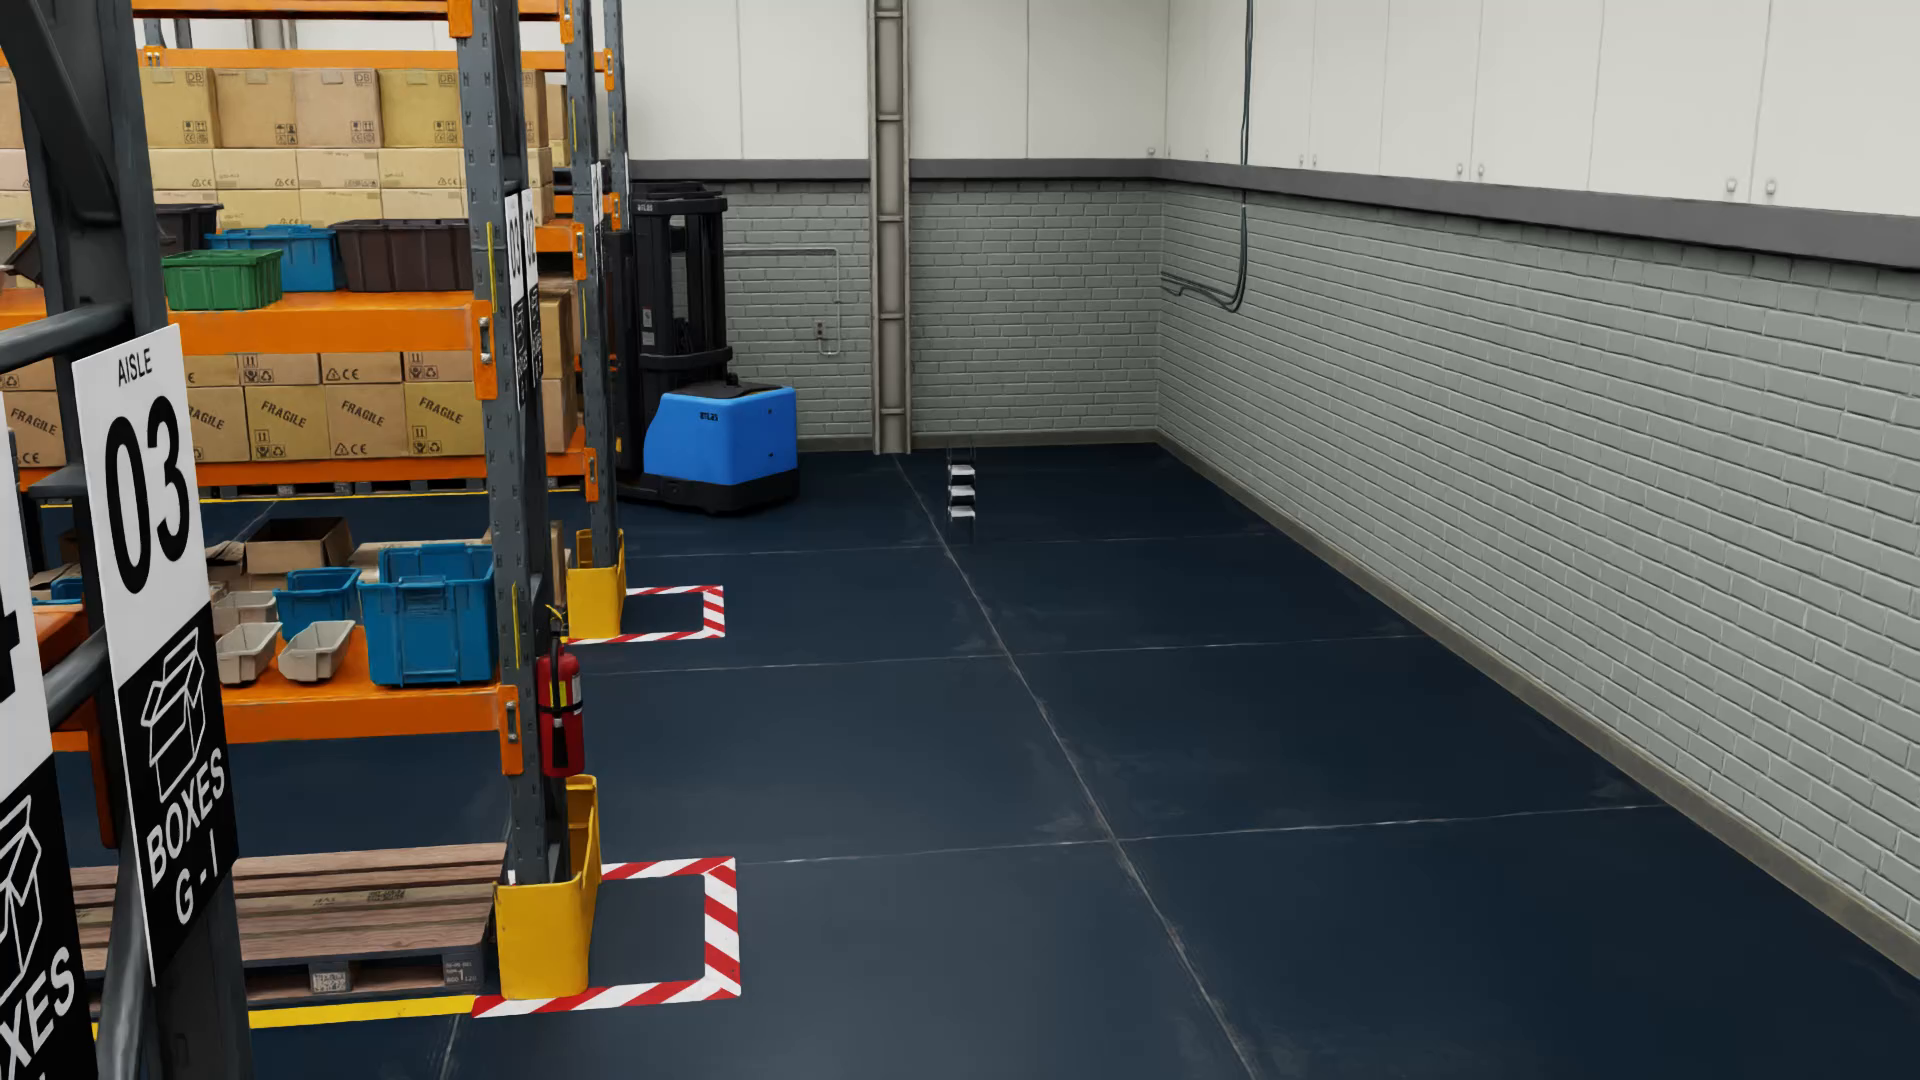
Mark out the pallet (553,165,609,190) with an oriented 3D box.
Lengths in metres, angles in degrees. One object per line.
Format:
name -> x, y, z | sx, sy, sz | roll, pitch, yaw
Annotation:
pallet -> -4.015, -3.489, 15.983 | 1.213, 0.211, 1.003 | -2, 14, -8

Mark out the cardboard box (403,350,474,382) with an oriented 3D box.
cardboard box -> -3.440, -1.348, 11.168 | 0.500, 0.500, 0.500 | -2, 14, -7

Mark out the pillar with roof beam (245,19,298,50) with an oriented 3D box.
pillar with roof beam -> -6.033, -4.069, 11.949 | 0.400, 9.000, 9.100 | -2, 14, -8

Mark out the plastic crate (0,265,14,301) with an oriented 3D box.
plastic crate -> -3.813, -0.916, 6.083 | 0.530, 0.136, 0.437 | -2, 14, -8

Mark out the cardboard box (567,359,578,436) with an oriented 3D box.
cardboard box -> -3.019, -1.011, 11.881 | 0.500, 0.500, 0.500 | -2, 14, -7

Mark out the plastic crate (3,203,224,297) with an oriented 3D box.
plastic crate -> -3.358, -1.159, 6.638 | 0.767, 0.338, 0.504 | -2, 14, -8

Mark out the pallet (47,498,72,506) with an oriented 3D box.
pallet -> -7.990, -0.563, 16.032 | 1.213, 0.211, 1.003 | -2, 14, -8

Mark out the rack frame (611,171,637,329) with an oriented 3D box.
rack frame -> -3.283, -2.106, 16.455 | 0.127, 3.000, 1.000 | -2, 14, -8

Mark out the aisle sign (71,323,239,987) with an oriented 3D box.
aisle sign -> -1.042, 0.132, 2.184 | 0.004, 0.787, 0.394 | -2, 14, -8

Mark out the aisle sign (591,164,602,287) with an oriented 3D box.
aisle sign -> -2.428, -2.105, 11.104 | 0.004, 0.787, 0.394 | -2, 14, -8

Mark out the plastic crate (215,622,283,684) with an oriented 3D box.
plastic crate -> -2.875, 0.456, 6.658 | 0.243, 0.136, 0.396 | -2, 14, -8

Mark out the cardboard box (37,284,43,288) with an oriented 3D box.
cardboard box -> -8.169, -2.433, 15.357 | 0.500, 0.250, 0.500 | -2, 14, -7

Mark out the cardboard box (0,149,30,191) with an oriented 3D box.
cardboard box -> -5.978, -2.353, 10.551 | 0.500, 0.250, 0.500 | -2, 14, -8

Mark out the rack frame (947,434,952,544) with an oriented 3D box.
rack frame -> -0.093, -0.433, 14.099 | 0.006, 0.900, 0.240 | -2, 14, -8

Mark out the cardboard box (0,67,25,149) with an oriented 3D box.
cardboard box -> -6.021, -2.785, 10.734 | 0.500, 0.500, 0.700 | -2, 14, -8

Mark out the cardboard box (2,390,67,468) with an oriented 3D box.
cardboard box -> -5.952, -0.772, 10.926 | 0.500, 0.500, 0.500 | -2, 14, -7

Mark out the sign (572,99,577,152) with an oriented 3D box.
sign -> -2.478, -2.665, 10.696 | 0.005, 0.325, 0.100 | -2, 14, -8

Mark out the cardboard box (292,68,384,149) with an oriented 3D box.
cardboard box -> -4.032, -2.839, 10.949 | 0.500, 0.500, 0.700 | -2, 14, -8

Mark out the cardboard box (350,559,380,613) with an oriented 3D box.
cardboard box -> -3.986, 0.311, 11.562 | 0.500, 0.250, 0.500 | -2, 14, -8

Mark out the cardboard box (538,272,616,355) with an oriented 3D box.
cardboard box -> -3.785, -2.231, 16.335 | 0.700, 0.700, 0.980 | -1, 14, -6

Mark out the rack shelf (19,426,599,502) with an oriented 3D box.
rack shelf -> -4.519, -0.494, 11.503 | 4.000, 0.370, 1.077 | -2, 14, -8

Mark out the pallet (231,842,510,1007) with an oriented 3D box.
pallet -> -2.628, 1.650, 7.210 | 1.213, 0.211, 1.003 | -2, 14, -8

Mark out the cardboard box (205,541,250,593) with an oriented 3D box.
cardboard box -> -5.234, 0.205, 11.862 | 0.500, 0.311, 0.500 | -2, 14, -8

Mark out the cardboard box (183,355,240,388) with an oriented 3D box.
cardboard box -> -4.970, -1.290, 10.939 | 0.500, 0.500, 0.500 | -3, 14, -10

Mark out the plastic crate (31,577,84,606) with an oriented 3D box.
plastic crate -> -3.699, 0.317, 7.012 | 0.300, 0.233, 0.416 | -2, 14, -8

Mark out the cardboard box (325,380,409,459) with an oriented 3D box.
cardboard box -> -3.950, -0.845, 11.221 | 0.500, 0.500, 0.500 | -2, 14, -8

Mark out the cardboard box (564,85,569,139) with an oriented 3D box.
cardboard box -> -4.040, -4.136, 16.080 | 0.500, 0.500, 0.500 | -3, 14, -10

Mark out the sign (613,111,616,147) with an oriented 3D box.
sign -> -3.216, -3.821, 15.469 | 0.005, 0.325, 0.100 | -2, 14, -8

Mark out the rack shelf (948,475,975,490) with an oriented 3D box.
rack shelf -> 0.008, -0.492, 14.100 | 0.200, 0.077, 0.258 | -2, 14, -8

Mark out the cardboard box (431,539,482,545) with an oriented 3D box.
cardboard box -> -3.615, 0.175, 12.106 | 0.500, 0.250, 0.500 | -2, 14, -8

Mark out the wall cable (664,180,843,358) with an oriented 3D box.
wall cable -> -2.157, -2.873, 17.424 | 1.851, 1.984, 0.084 | -2, 14, -8

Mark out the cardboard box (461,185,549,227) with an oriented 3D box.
cardboard box -> -3.010, -2.215, 11.030 | 0.500, 0.250, 0.500 | -2, 14, -8

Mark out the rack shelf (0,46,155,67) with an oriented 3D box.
rack shelf -> -9.216, -4.256, 14.994 | 4.000, 0.370, 1.077 | -2, 14, -8

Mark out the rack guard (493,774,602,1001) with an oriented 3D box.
rack guard -> -1.785, 1.485, 7.273 | 0.348, 0.500, 1.175 | -2, 14, -8

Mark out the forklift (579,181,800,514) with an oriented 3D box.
forklift -> -3.026, -1.909, 15.810 | 3.031, 2.935, 1.130 | 9, 17, 32

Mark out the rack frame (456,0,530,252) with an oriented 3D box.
rack frame -> -1.807, -2.633, 6.223 | 0.127, 3.000, 1.000 | -2, 14, -8

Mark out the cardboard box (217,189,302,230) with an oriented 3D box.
cardboard box -> -4.495, -2.164, 10.827 | 0.500, 0.250, 0.500 | -2, 14, -8

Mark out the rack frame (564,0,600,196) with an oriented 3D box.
rack frame -> -2.541, -3.825, 10.974 | 0.127, 3.000, 1.000 | -2, 14, -8

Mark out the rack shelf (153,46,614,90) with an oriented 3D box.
rack shelf -> -5.260, -4.401, 15.572 | 4.000, 0.370, 1.077 | -2, 14, -8

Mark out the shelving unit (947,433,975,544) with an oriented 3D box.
shelving unit -> 0.008, -0.437, 14.114 | 0.210, 0.900, 0.258 | -2, 14, -8

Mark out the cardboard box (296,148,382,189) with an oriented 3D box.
cardboard box -> -4.000, -2.424, 10.837 | 0.500, 0.250, 0.500 | -2, 14, -8

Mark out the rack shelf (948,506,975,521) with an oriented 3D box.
rack shelf -> 0.008, -0.230, 14.165 | 0.200, 0.077, 0.258 | -2, 14, -8

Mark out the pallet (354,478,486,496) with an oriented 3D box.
pallet -> -5.265, -0.663, 16.430 | 1.213, 0.211, 1.003 | -2, 14, -8

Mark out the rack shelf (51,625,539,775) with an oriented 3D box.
rack shelf -> -3.784, 0.698, 6.751 | 4.000, 0.370, 1.077 | -2, 14, -8

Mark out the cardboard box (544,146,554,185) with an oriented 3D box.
cardboard box -> -3.088, -2.584, 11.472 | 0.500, 0.250, 0.500 | -2, 14, -8
